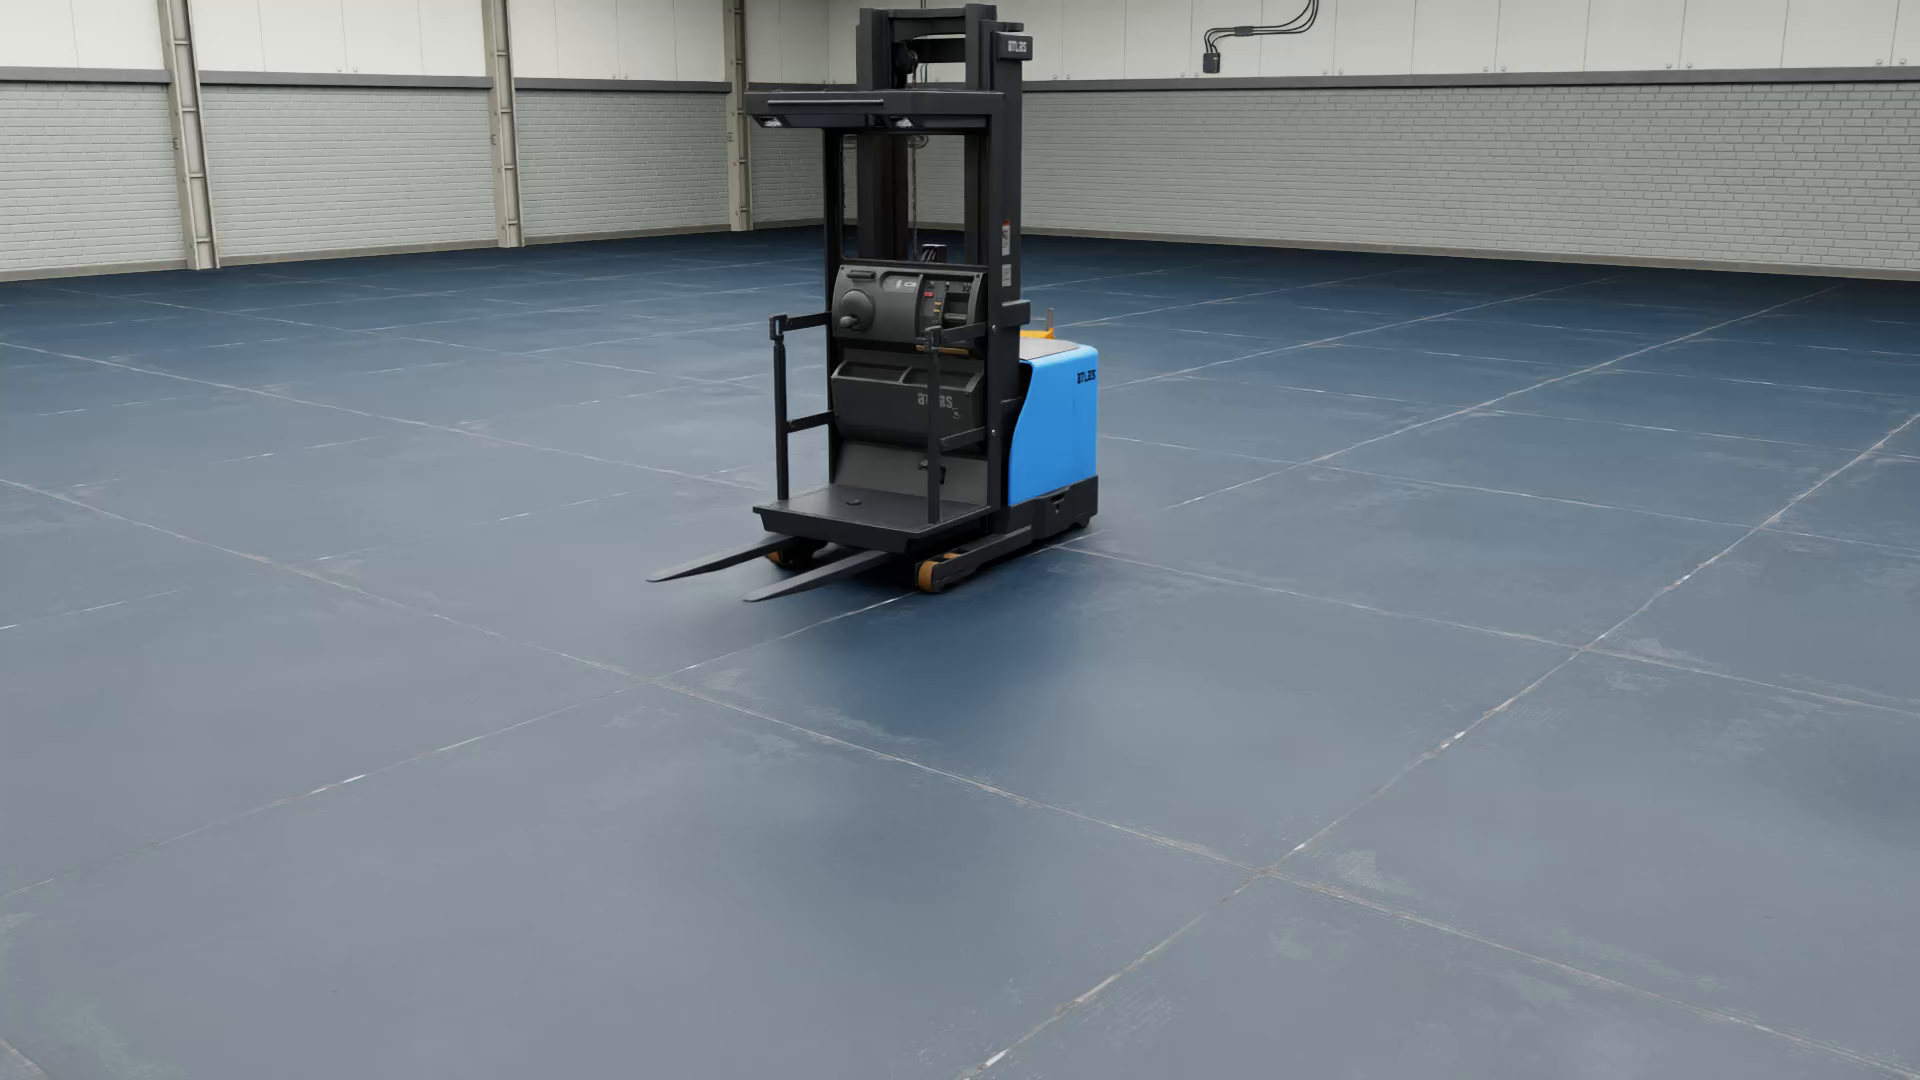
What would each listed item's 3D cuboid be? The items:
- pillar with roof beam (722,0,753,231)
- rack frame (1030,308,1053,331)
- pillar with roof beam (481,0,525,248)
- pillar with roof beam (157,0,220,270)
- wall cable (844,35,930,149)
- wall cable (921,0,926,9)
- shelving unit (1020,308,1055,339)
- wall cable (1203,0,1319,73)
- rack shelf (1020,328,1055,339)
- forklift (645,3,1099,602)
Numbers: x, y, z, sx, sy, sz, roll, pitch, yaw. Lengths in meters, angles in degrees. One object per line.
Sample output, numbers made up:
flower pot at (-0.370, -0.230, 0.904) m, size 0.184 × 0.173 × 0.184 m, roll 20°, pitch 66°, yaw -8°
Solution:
pillar with roof beam at (-1.384, -10.403, 32.296) m, size 9.100 × 9.000 × 0.400 m, roll 11°, pitch 18°, yaw 38°
rack frame at (0.383, -1.026, 11.376) m, size 0.500 × 1.125 × 0.032 m, roll 4°, pitch 15°, yaw 14°
pillar with roof beam at (-5.155, -9.254, 27.773) m, size 9.100 × 9.000 × 0.400 m, roll 11°, pitch 18°, yaw 38°
pillar with roof beam at (-8.926, -8.105, 23.250) m, size 9.100 × 9.000 × 0.400 m, roll 11°, pitch 18°, yaw 38°
wall cable at (-1.852, -9.924, 36.716) m, size 3.097 × 2.526 × 0.112 m, roll 11°, pitch 18°, yaw 38°
wall cable at (0.252, -11.953, 34.446) m, size 3.097 × 2.526 × 0.112 m, roll 11°, pitch 18°, yaw 38°
shelving unit at (0.254, -0.905, 10.899) m, size 0.538 × 1.125 × 1.048 m, roll 4°, pitch 15°, yaw 14°
wall cable at (5.522, -11.605, 30.120) m, size 2.305 × 6.003 × 0.169 m, roll 11°, pitch 18°, yaw 38°
rack shelf at (0.254, -1.188, 10.827) m, size 0.538 × 0.278 × 1.000 m, roll 4°, pitch 15°, yaw 14°
forklift at (-0.402, -1.280, 8.711) m, size 1.130 × 2.935 × 3.031 m, roll 9°, pitch 17°, yaw 32°
